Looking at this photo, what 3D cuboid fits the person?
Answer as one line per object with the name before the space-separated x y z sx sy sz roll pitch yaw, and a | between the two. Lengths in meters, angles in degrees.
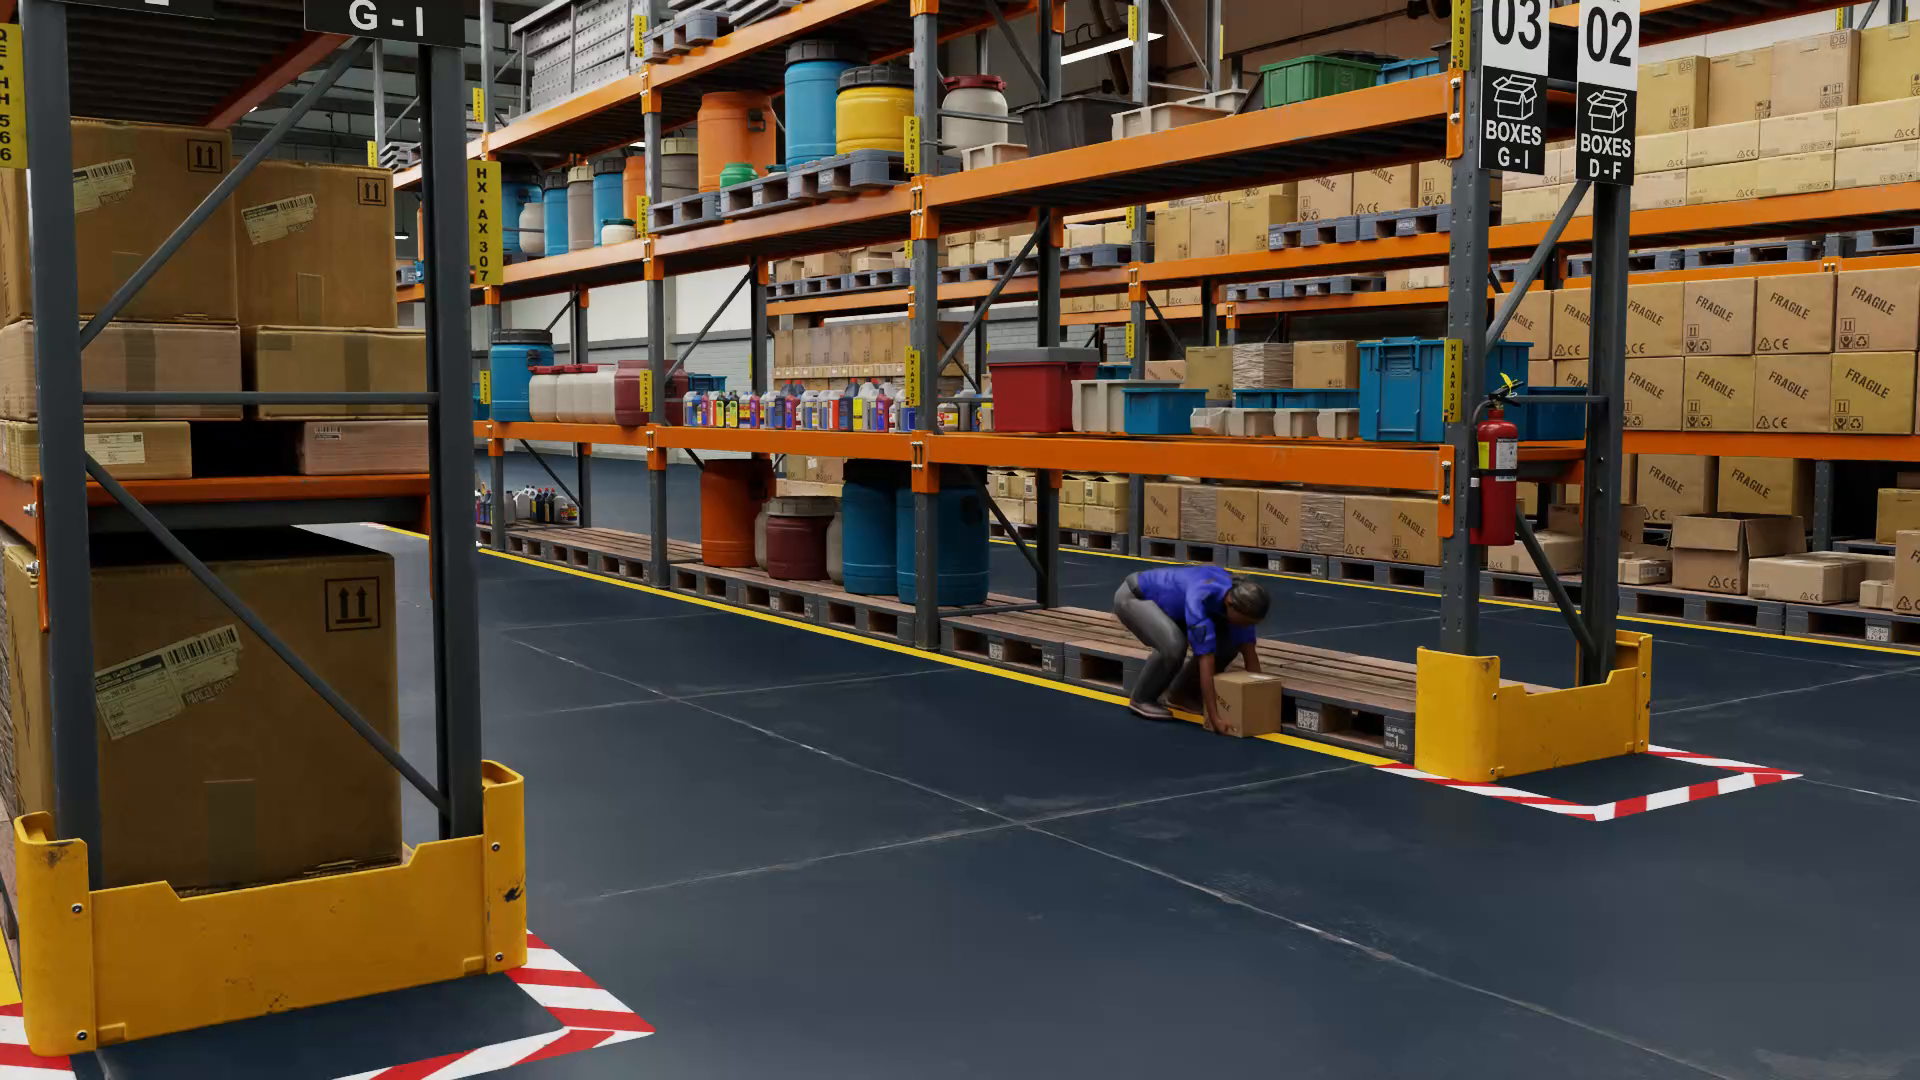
person | 1.111 0.494 7.853 0.465 0.766 0.873 -3 6 -36
